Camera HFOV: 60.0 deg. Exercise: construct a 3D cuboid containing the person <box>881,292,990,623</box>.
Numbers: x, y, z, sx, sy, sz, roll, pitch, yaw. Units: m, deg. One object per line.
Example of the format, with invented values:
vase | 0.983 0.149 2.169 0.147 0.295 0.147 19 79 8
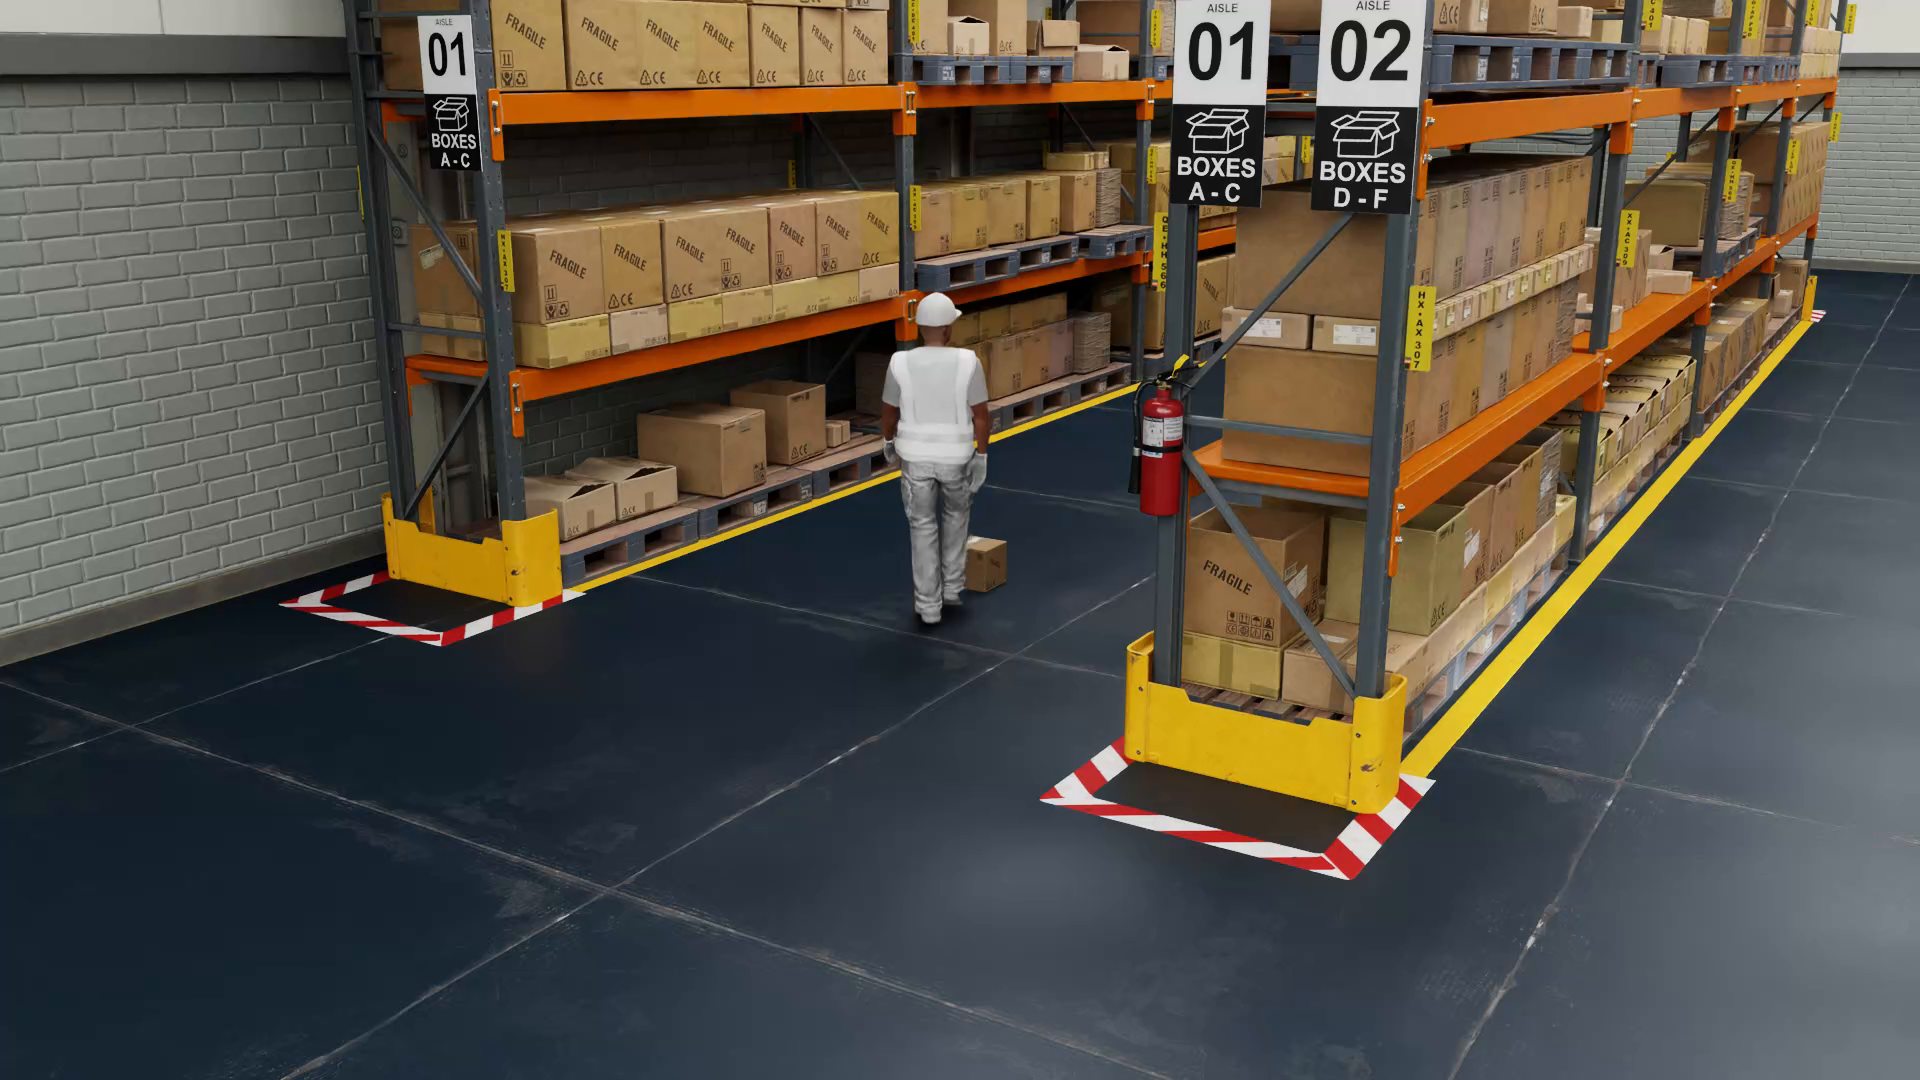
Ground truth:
person | -0.140 -0.427 9.066 0.569 1.862 0.566 -1 16 -5
